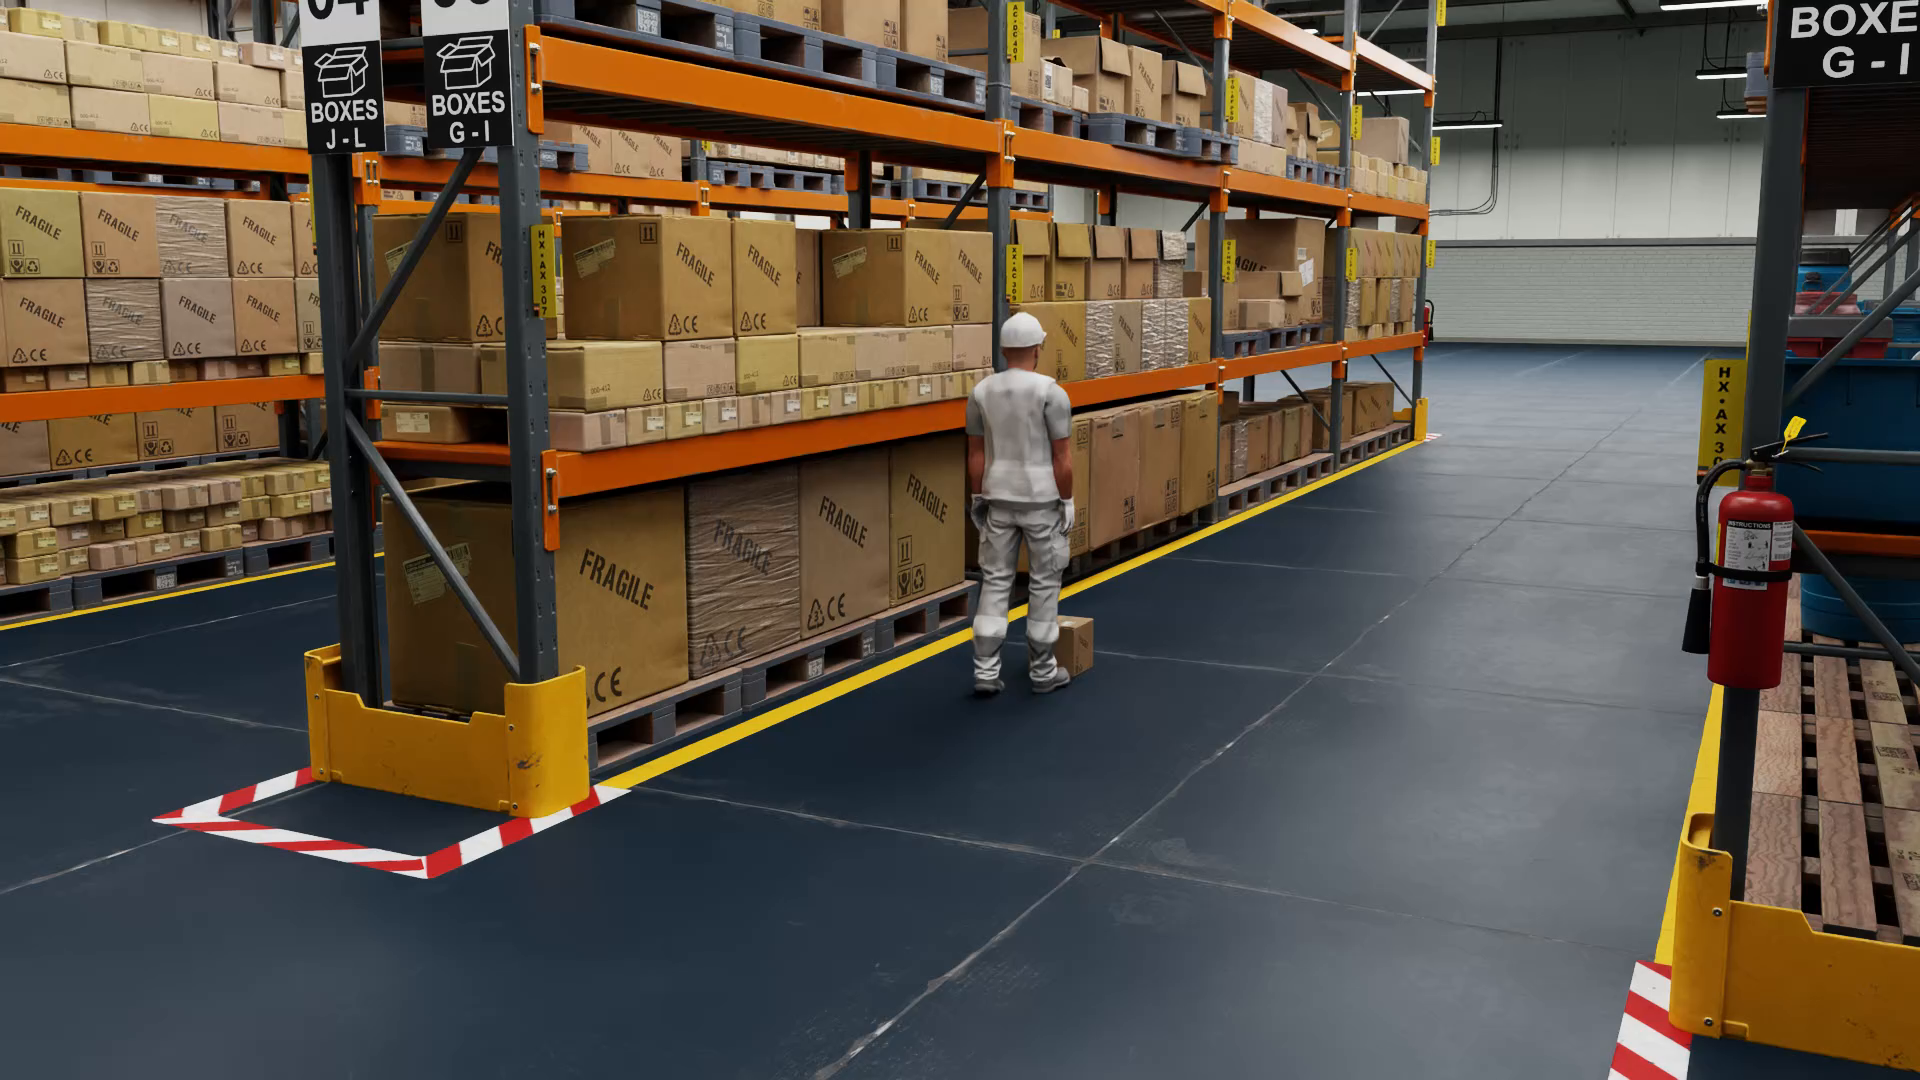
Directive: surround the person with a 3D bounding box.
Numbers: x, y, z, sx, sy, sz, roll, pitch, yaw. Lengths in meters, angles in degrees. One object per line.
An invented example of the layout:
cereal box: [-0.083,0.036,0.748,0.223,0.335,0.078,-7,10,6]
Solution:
person: [0.300,-0.154,7.833,0.526,1.821,0.486,5,10,27]
